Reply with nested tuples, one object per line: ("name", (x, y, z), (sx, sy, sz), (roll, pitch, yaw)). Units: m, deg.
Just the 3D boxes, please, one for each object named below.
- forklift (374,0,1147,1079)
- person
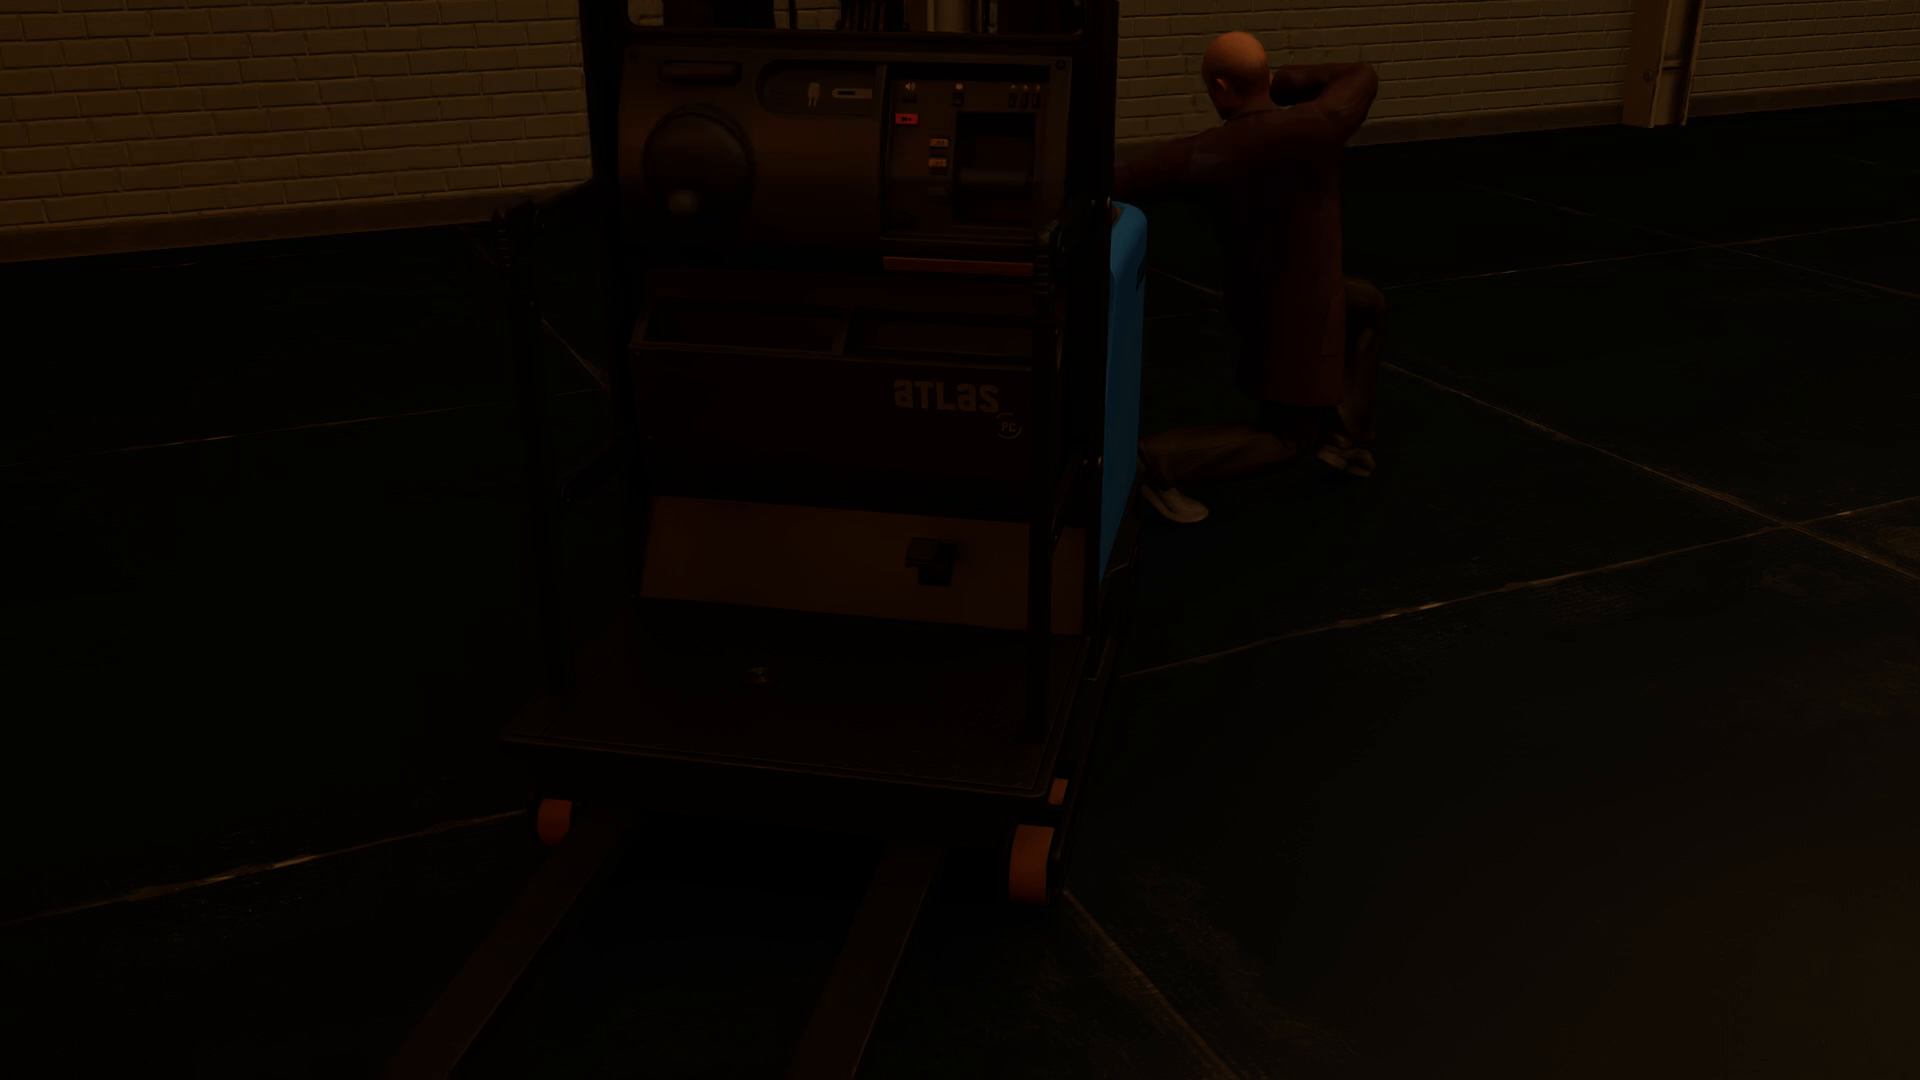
("forklift", (-0.281, -0.774, 3.148), (1.130, 2.935, 3.031), (5, 23, 11))
("person", (0.859, -0.862, 5.276), (1.053, 1.475, 0.958), (-15, 27, -32))
